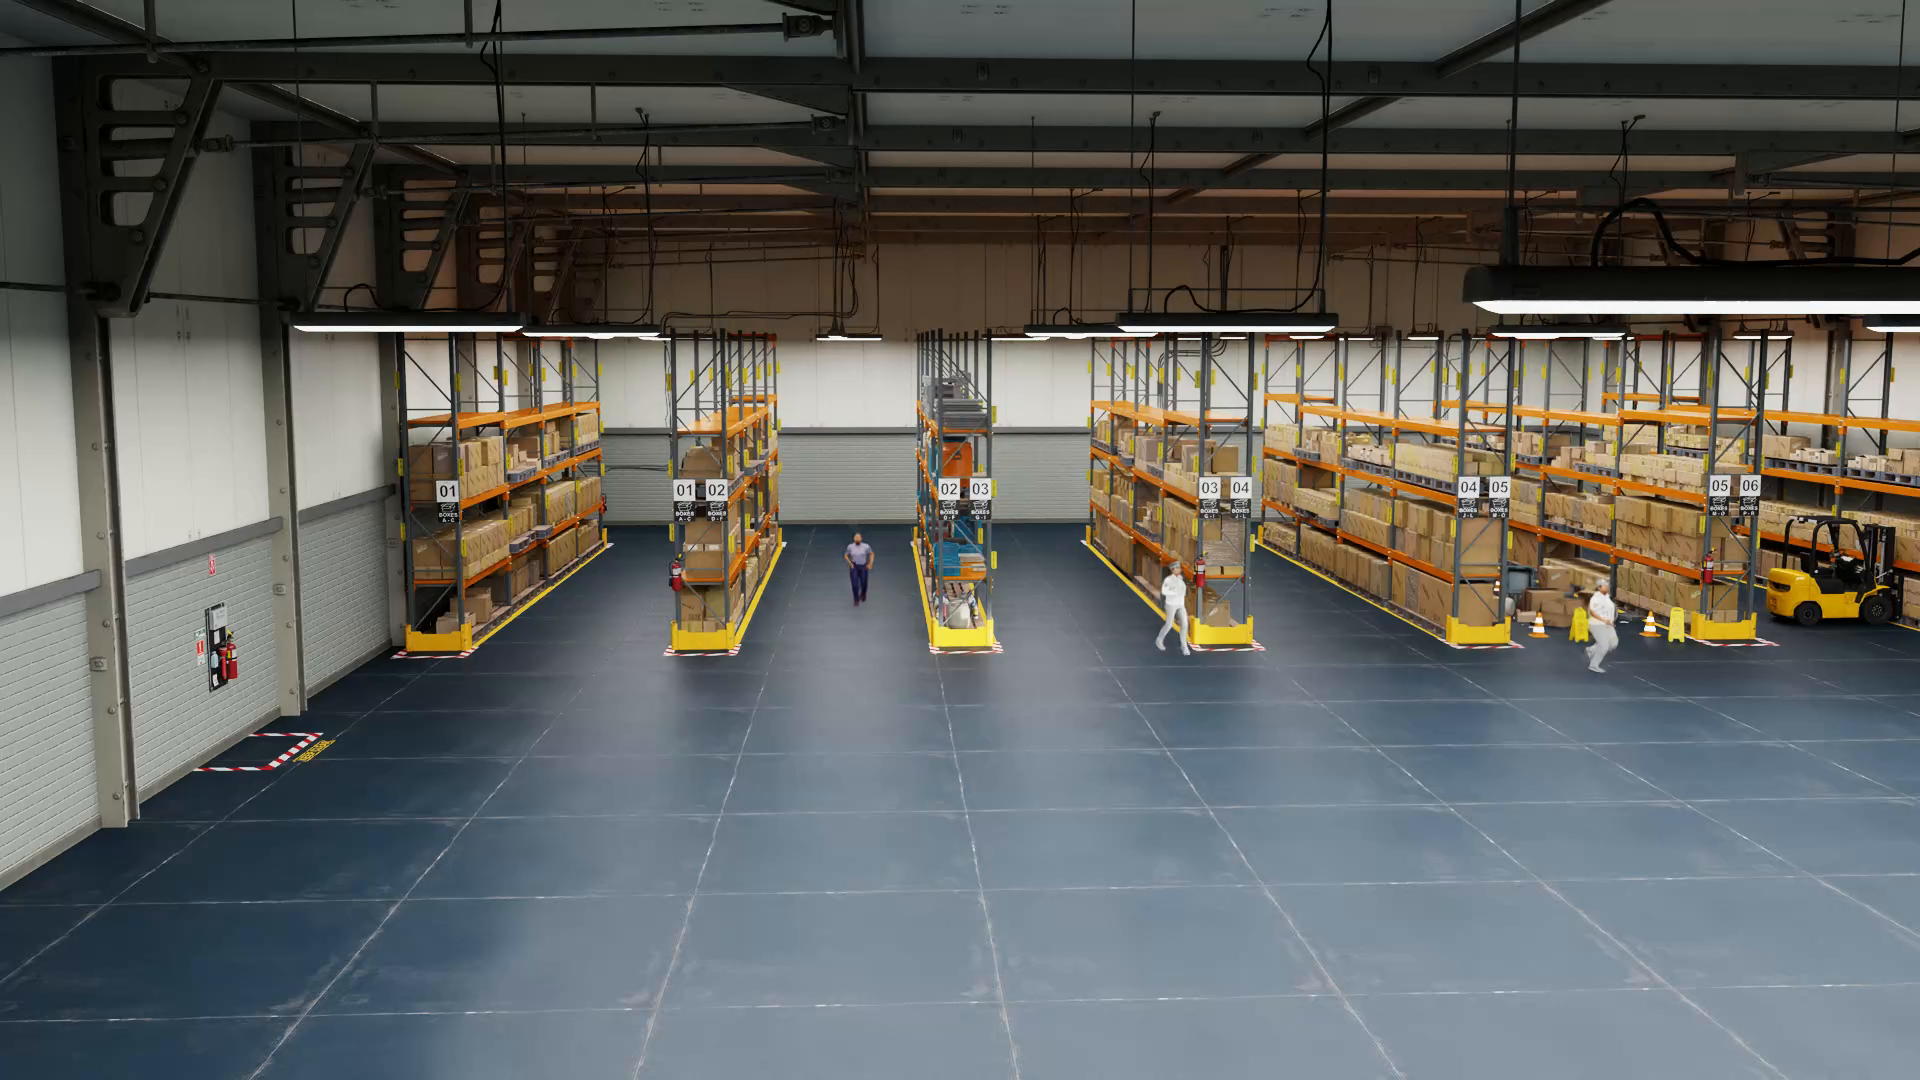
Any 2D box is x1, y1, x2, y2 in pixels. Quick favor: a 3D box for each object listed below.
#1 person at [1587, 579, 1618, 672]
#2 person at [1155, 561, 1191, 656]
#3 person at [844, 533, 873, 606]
[{"bbox_3d":[11.260,1.496,29.168,0.614,1.632,0.533,-6,9,-43],"label":"person"},{"bbox_3d":[3.973,1.248,30.842,0.613,1.748,0.764,-5,8,-35],"label":"person"},{"bbox_3d":[-2.213,0.639,36.482,0.640,1.606,0.571,-1,7,-6],"label":"person"}]
